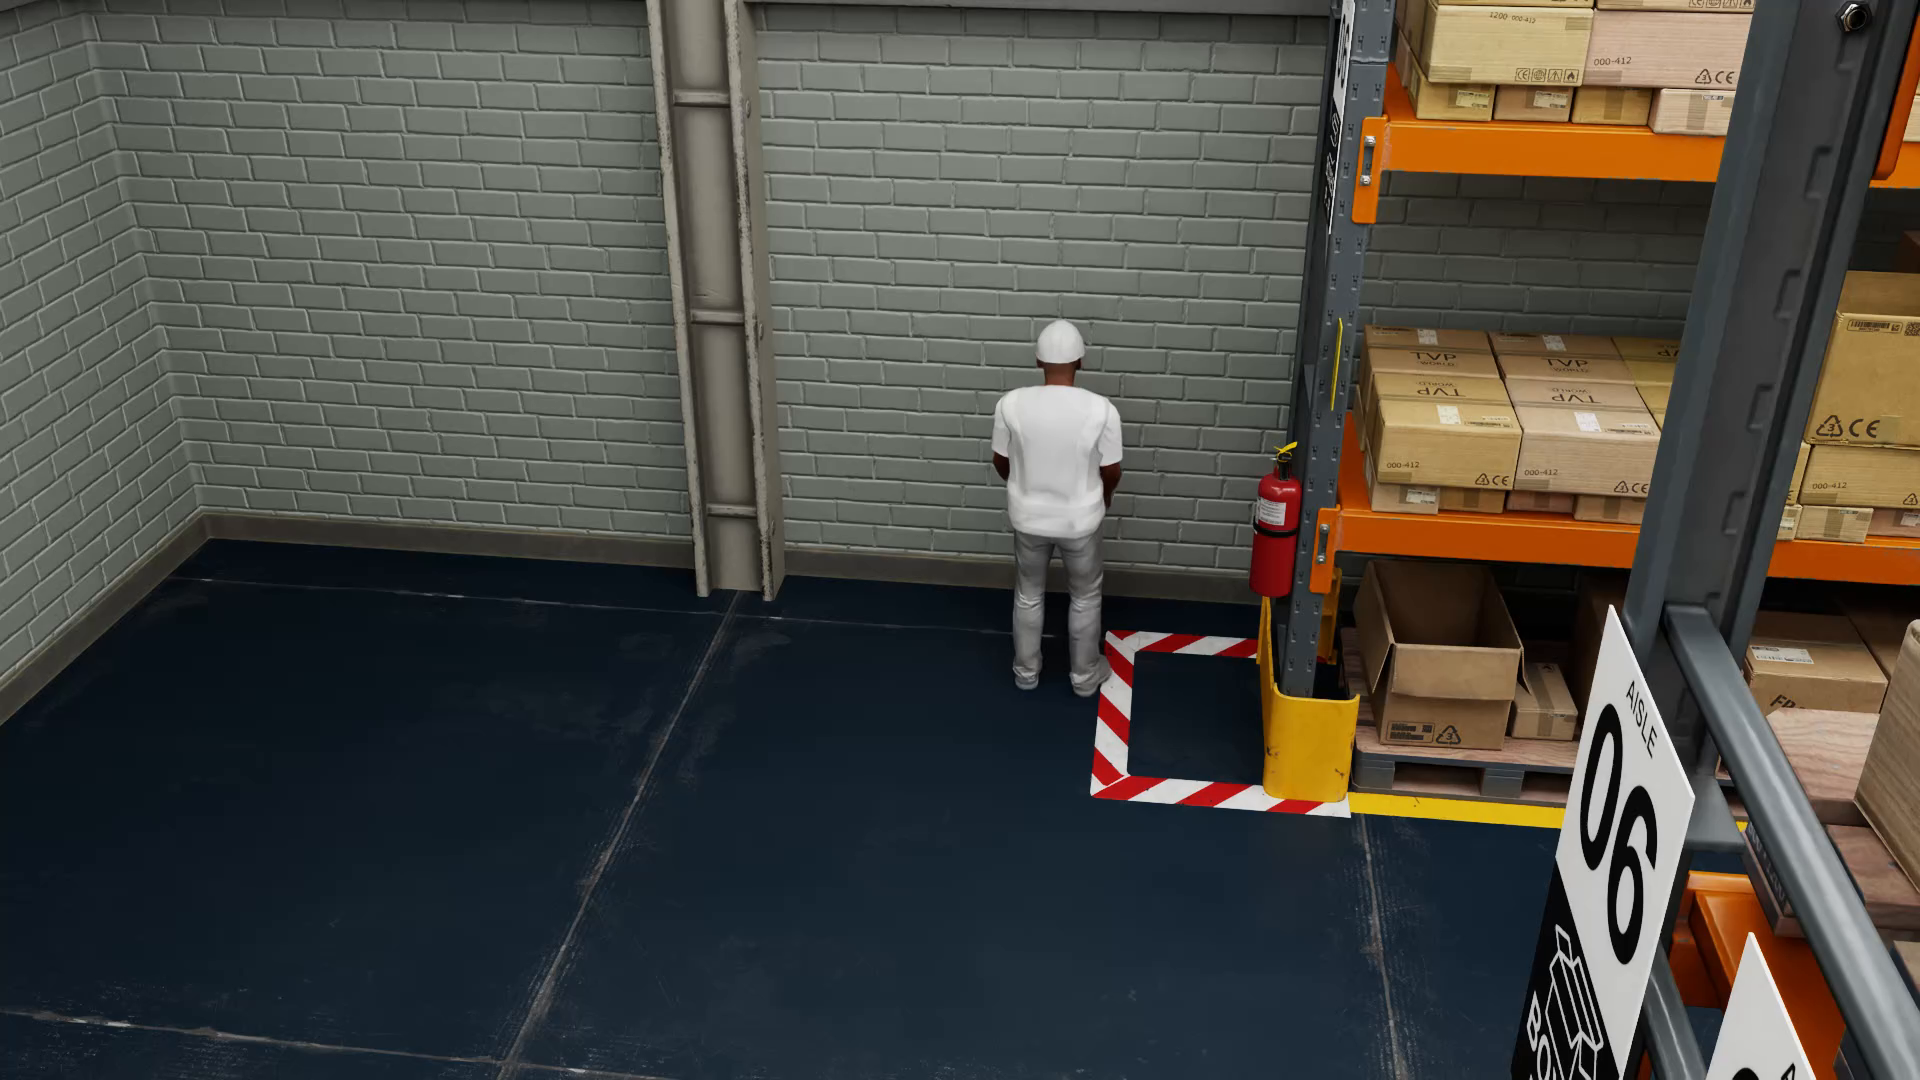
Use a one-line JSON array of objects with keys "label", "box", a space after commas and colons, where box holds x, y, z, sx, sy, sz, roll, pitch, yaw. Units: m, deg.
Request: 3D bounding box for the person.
[{"label": "person", "box": [0.433, -0.156, 7.360, 0.566, 1.671, 0.415, 7, 29, 12]}]
